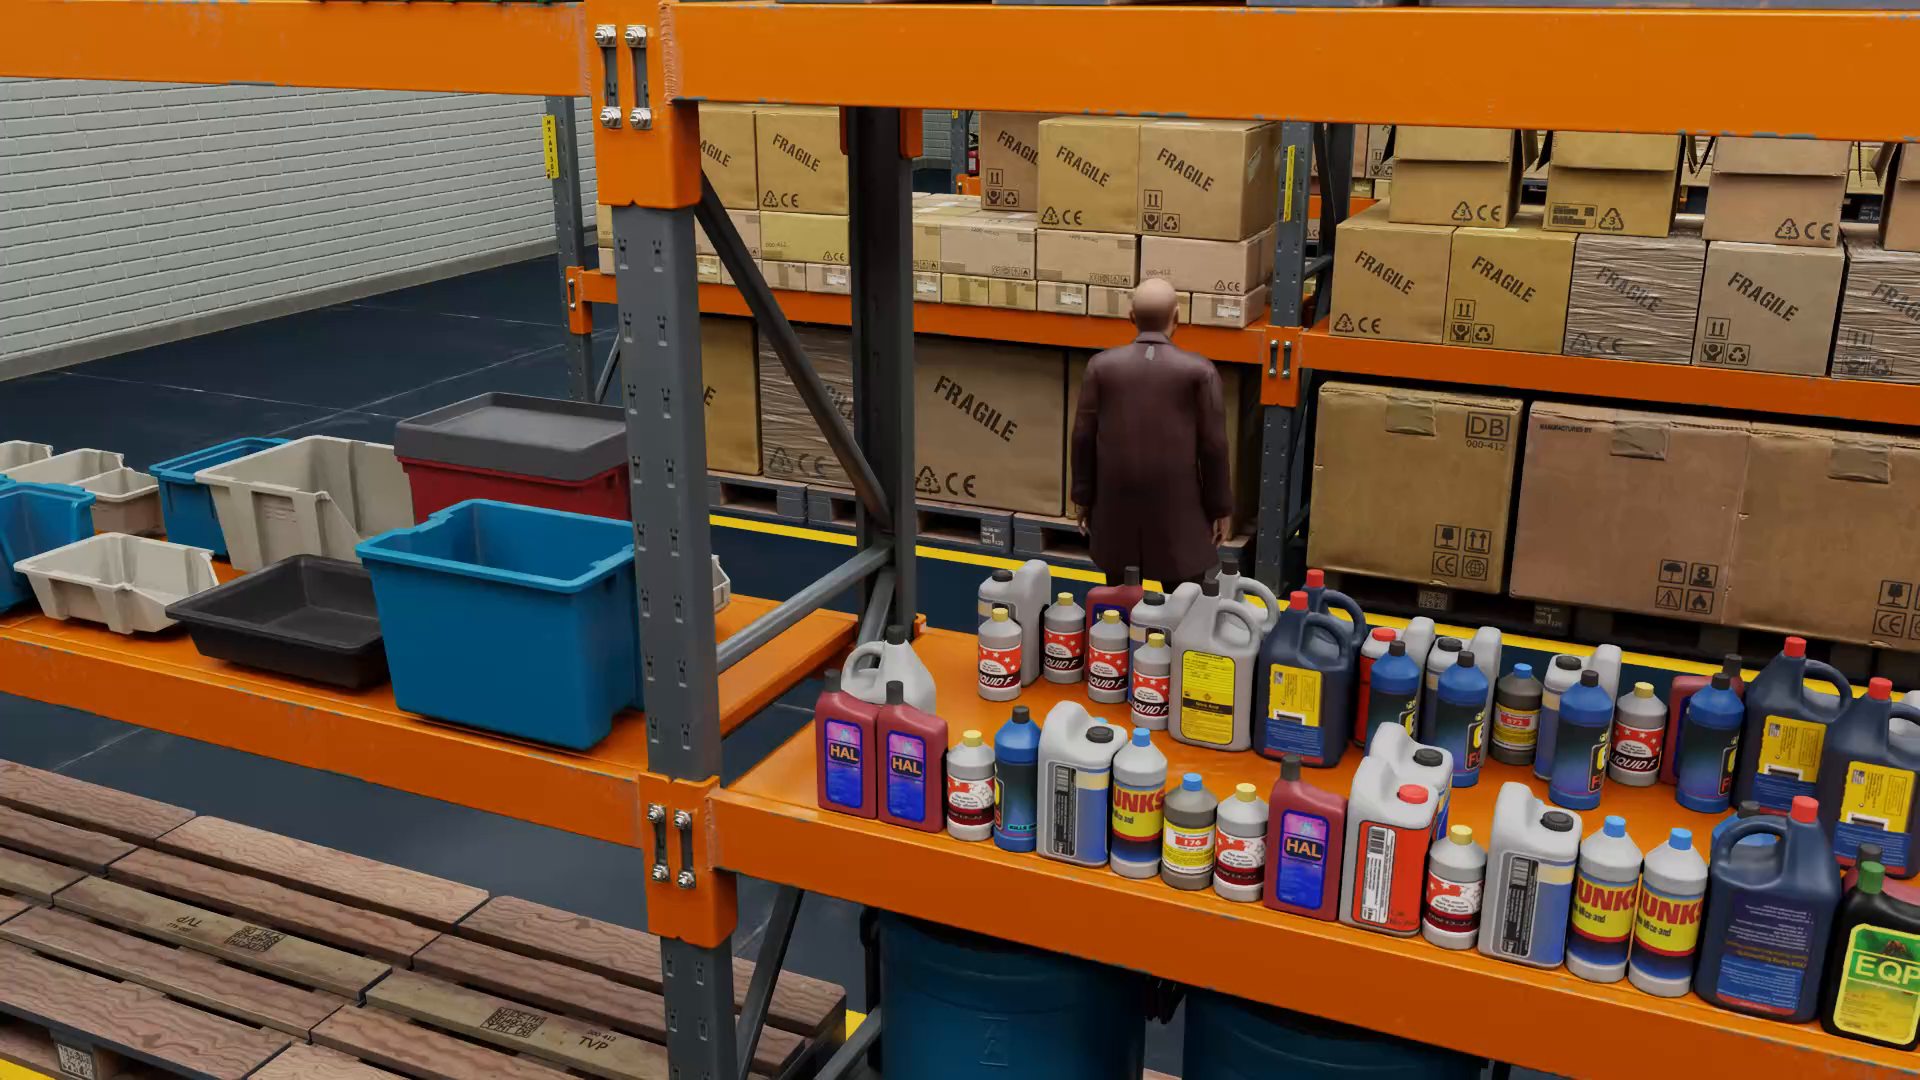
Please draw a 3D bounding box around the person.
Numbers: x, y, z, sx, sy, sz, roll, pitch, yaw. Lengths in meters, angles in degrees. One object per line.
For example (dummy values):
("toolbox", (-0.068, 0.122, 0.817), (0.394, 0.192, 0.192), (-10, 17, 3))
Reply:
("person", (0.740, -0.122, 6.448), (0.647, 1.772, 0.429), (7, 20, 20))
